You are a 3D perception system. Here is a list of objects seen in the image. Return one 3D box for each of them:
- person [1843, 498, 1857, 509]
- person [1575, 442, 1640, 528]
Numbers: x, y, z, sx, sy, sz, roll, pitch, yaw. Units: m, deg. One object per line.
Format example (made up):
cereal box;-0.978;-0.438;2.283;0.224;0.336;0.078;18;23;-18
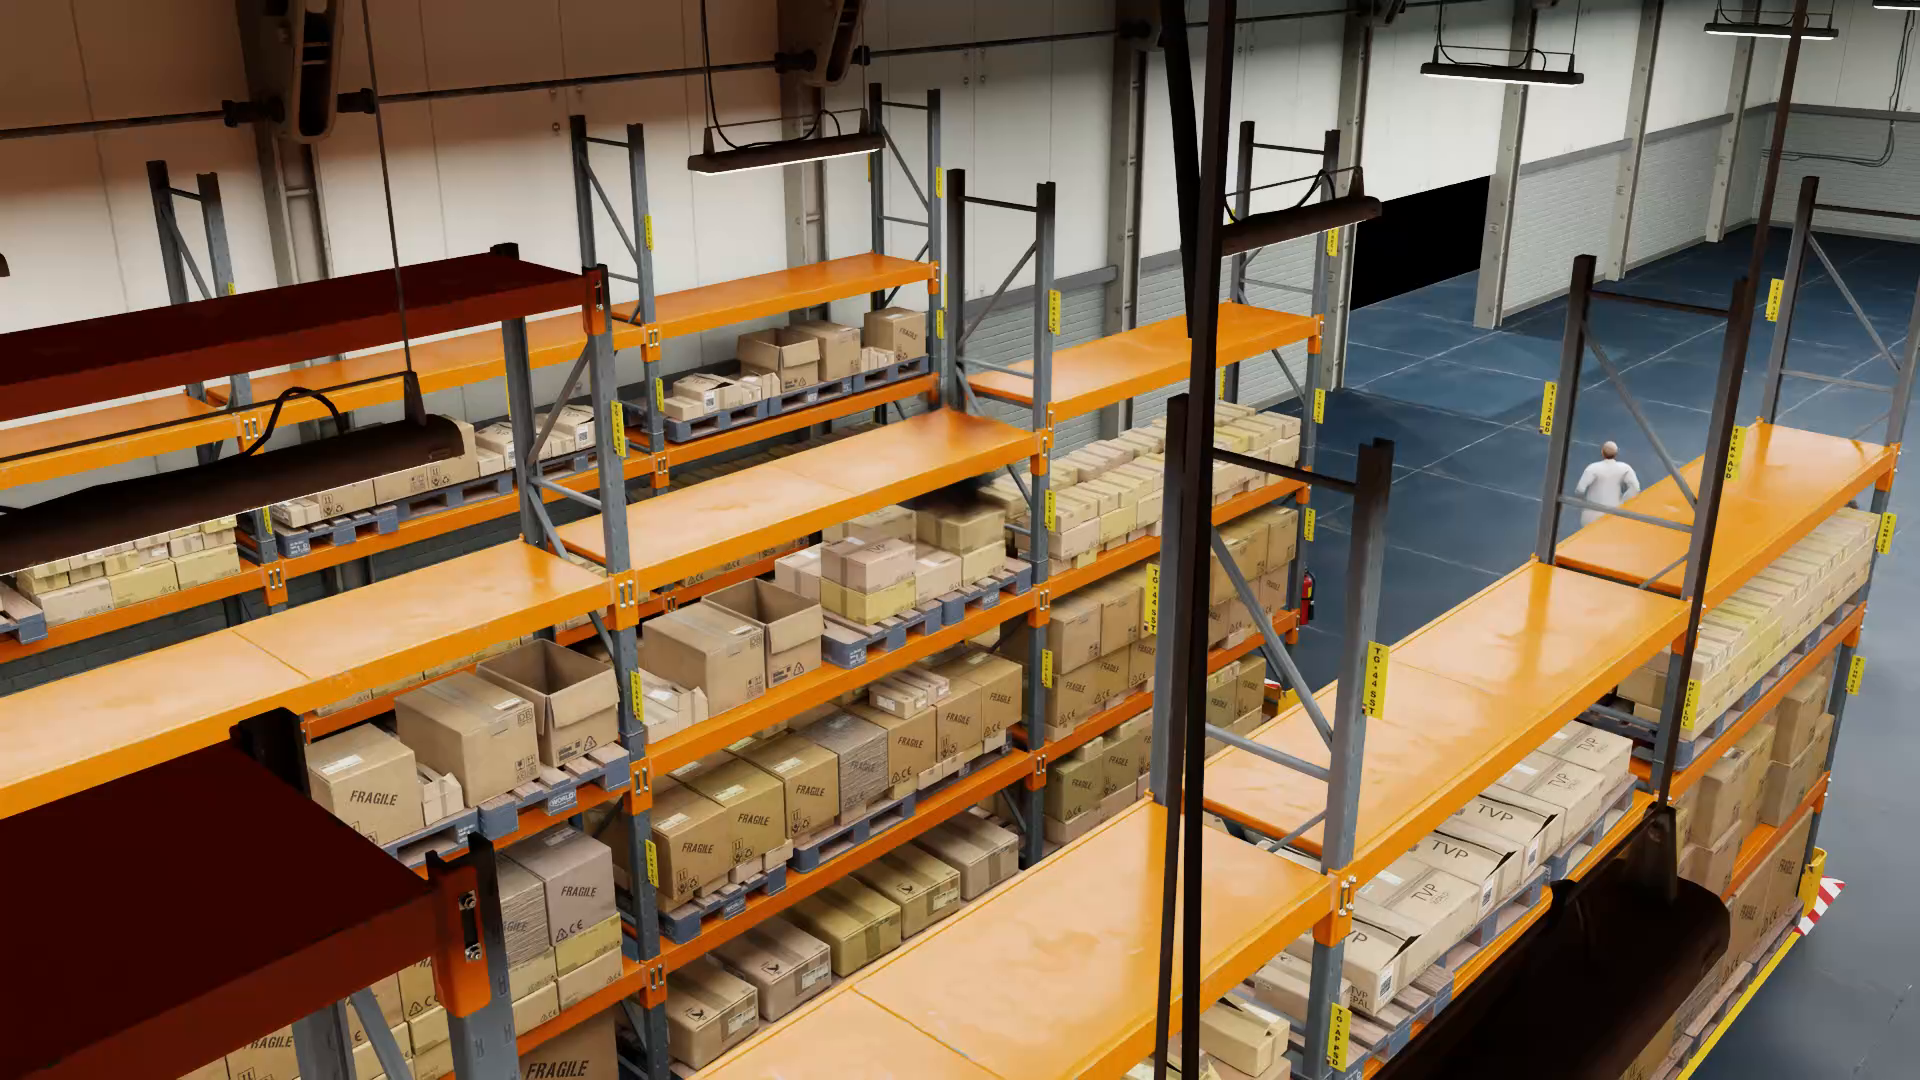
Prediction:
person;9.961;0.290;19.021;0.558;1.685;0.667;-4;22;-11
person;7.939;-0.388;20.615;0.723;1.746;0.629;-1;21;-3
